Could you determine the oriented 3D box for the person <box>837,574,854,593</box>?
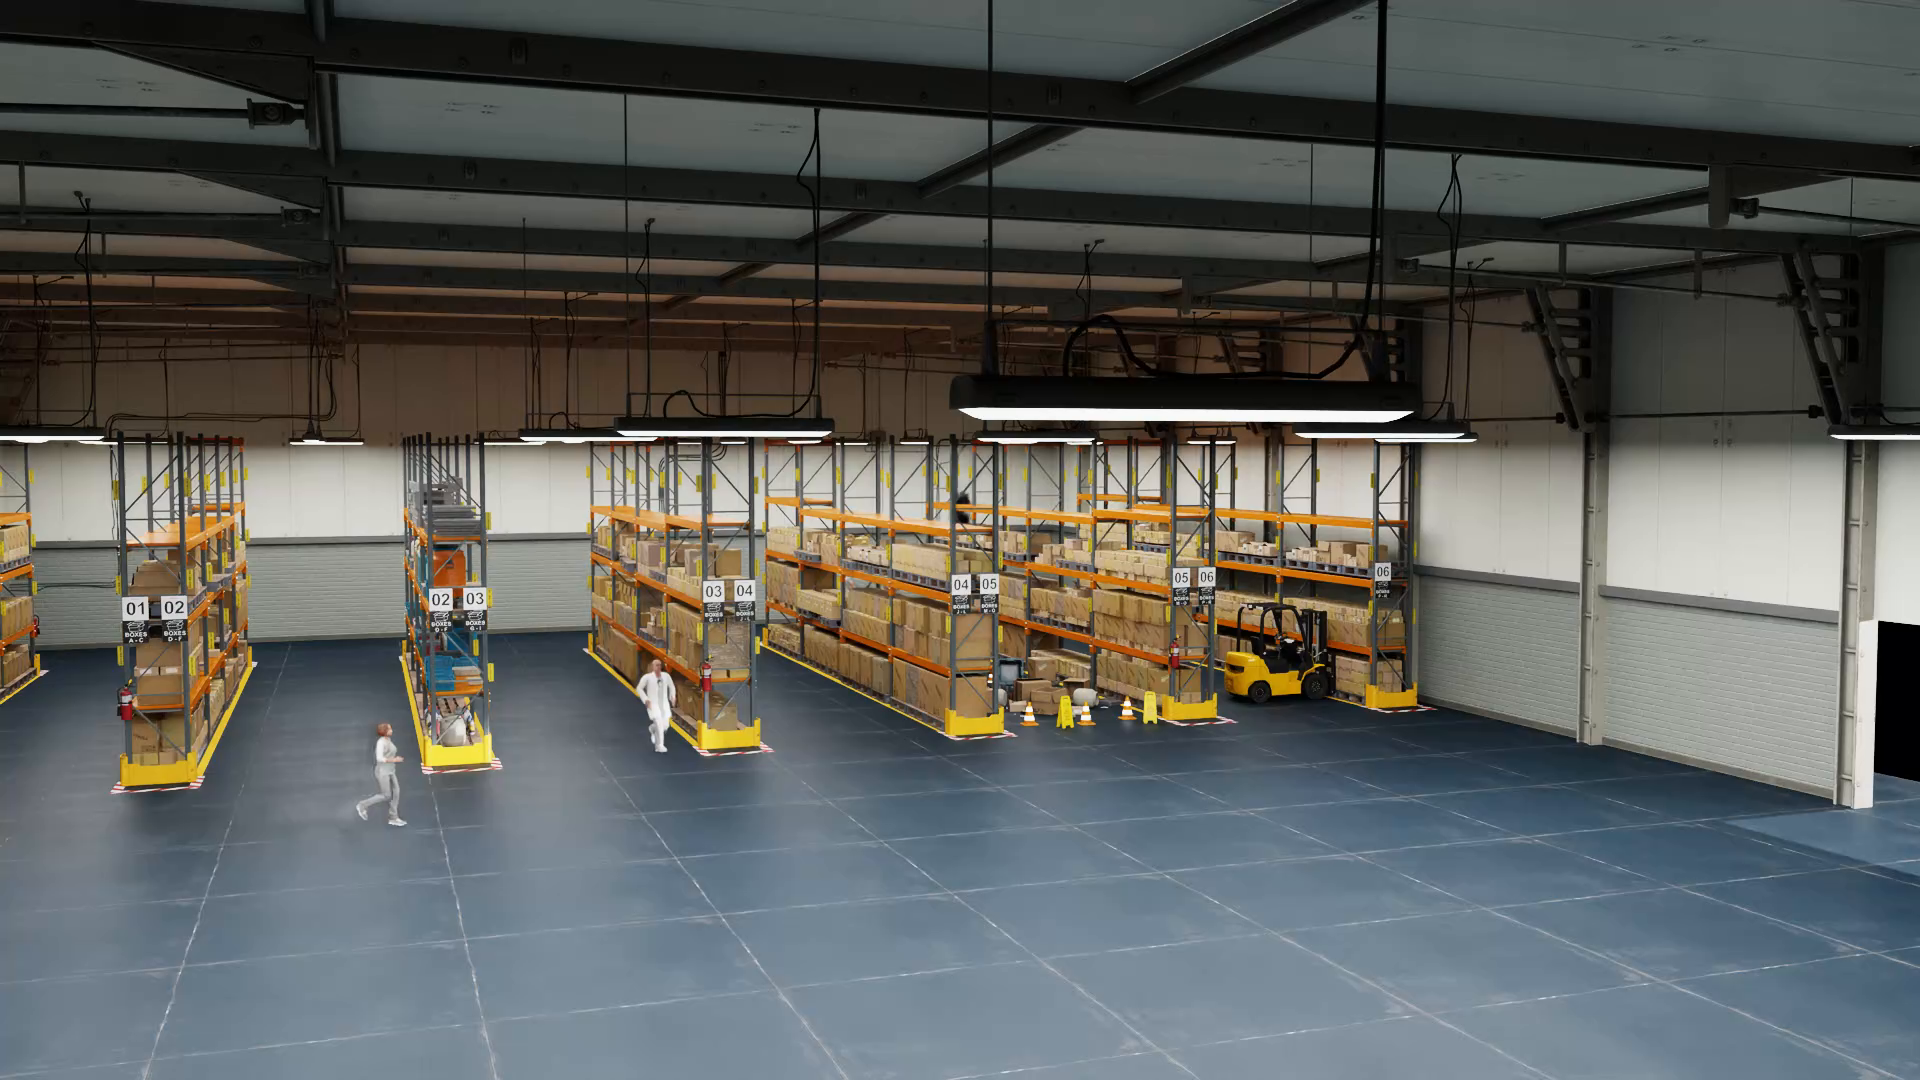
[{"bbox_3d":[-3.605,1.770,50.322,0.687,1.879,0.632,-2,4,-29],"label":"person"}]

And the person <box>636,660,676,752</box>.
[{"bbox_3d":[-5.733,3.153,31.354,0.754,1.646,0.782,-2,4,-37],"label":"person"}]

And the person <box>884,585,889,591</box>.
[{"bbox_3d":[-2.071,2.091,45.917,0.672,1.777,0.629,-2,4,-26],"label":"person"}]

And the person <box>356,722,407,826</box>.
[{"bbox_3d":[-8.739,3.537,25.136,0.723,1.574,0.546,0,3,-3],"label":"person"}]
